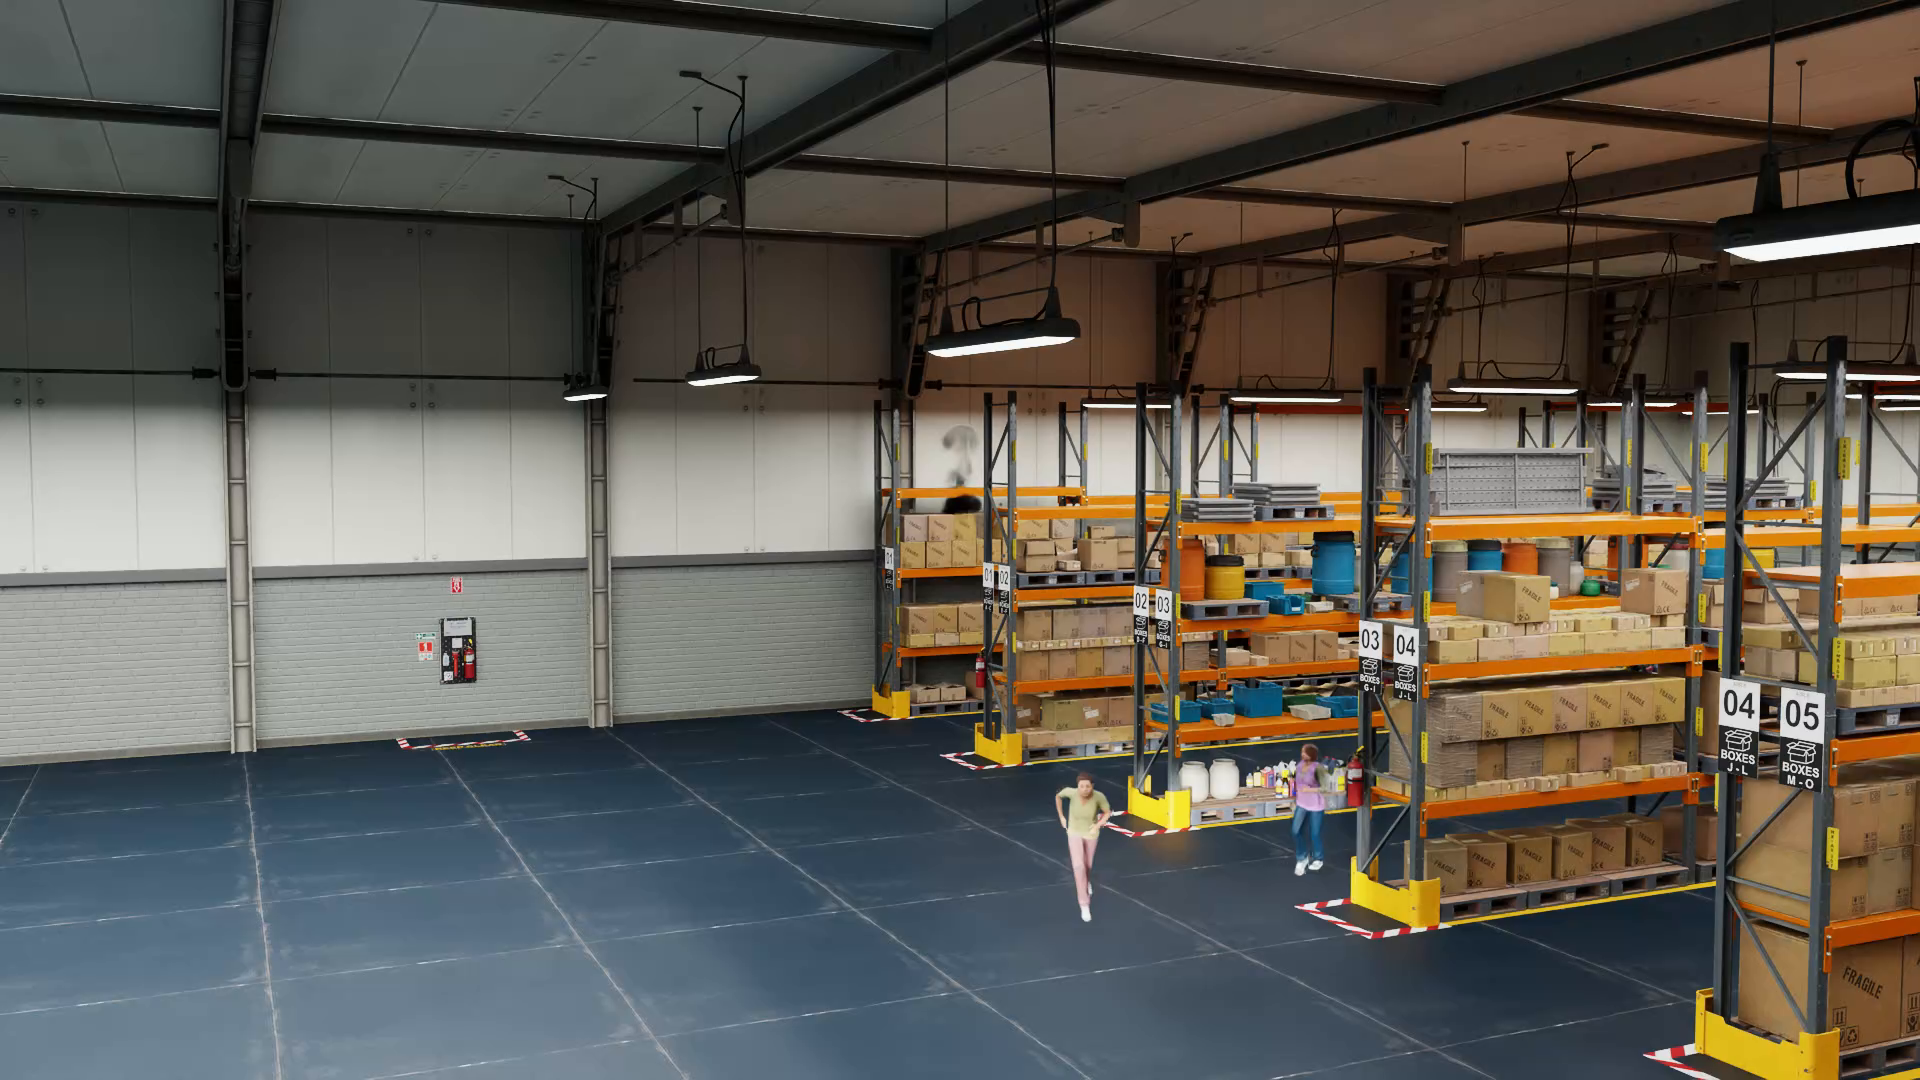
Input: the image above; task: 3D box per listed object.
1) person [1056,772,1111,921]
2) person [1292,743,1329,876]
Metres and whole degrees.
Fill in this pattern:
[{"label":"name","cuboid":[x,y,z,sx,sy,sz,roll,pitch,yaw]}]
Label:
[{"label":"person","cuboid":[1.371,3.313,18.445,0.617,1.625,1.002,0,3,6]},{"label":"person","cuboid":[4.177,3.221,19.851,0.507,1.615,0.673,3,5,43]}]
